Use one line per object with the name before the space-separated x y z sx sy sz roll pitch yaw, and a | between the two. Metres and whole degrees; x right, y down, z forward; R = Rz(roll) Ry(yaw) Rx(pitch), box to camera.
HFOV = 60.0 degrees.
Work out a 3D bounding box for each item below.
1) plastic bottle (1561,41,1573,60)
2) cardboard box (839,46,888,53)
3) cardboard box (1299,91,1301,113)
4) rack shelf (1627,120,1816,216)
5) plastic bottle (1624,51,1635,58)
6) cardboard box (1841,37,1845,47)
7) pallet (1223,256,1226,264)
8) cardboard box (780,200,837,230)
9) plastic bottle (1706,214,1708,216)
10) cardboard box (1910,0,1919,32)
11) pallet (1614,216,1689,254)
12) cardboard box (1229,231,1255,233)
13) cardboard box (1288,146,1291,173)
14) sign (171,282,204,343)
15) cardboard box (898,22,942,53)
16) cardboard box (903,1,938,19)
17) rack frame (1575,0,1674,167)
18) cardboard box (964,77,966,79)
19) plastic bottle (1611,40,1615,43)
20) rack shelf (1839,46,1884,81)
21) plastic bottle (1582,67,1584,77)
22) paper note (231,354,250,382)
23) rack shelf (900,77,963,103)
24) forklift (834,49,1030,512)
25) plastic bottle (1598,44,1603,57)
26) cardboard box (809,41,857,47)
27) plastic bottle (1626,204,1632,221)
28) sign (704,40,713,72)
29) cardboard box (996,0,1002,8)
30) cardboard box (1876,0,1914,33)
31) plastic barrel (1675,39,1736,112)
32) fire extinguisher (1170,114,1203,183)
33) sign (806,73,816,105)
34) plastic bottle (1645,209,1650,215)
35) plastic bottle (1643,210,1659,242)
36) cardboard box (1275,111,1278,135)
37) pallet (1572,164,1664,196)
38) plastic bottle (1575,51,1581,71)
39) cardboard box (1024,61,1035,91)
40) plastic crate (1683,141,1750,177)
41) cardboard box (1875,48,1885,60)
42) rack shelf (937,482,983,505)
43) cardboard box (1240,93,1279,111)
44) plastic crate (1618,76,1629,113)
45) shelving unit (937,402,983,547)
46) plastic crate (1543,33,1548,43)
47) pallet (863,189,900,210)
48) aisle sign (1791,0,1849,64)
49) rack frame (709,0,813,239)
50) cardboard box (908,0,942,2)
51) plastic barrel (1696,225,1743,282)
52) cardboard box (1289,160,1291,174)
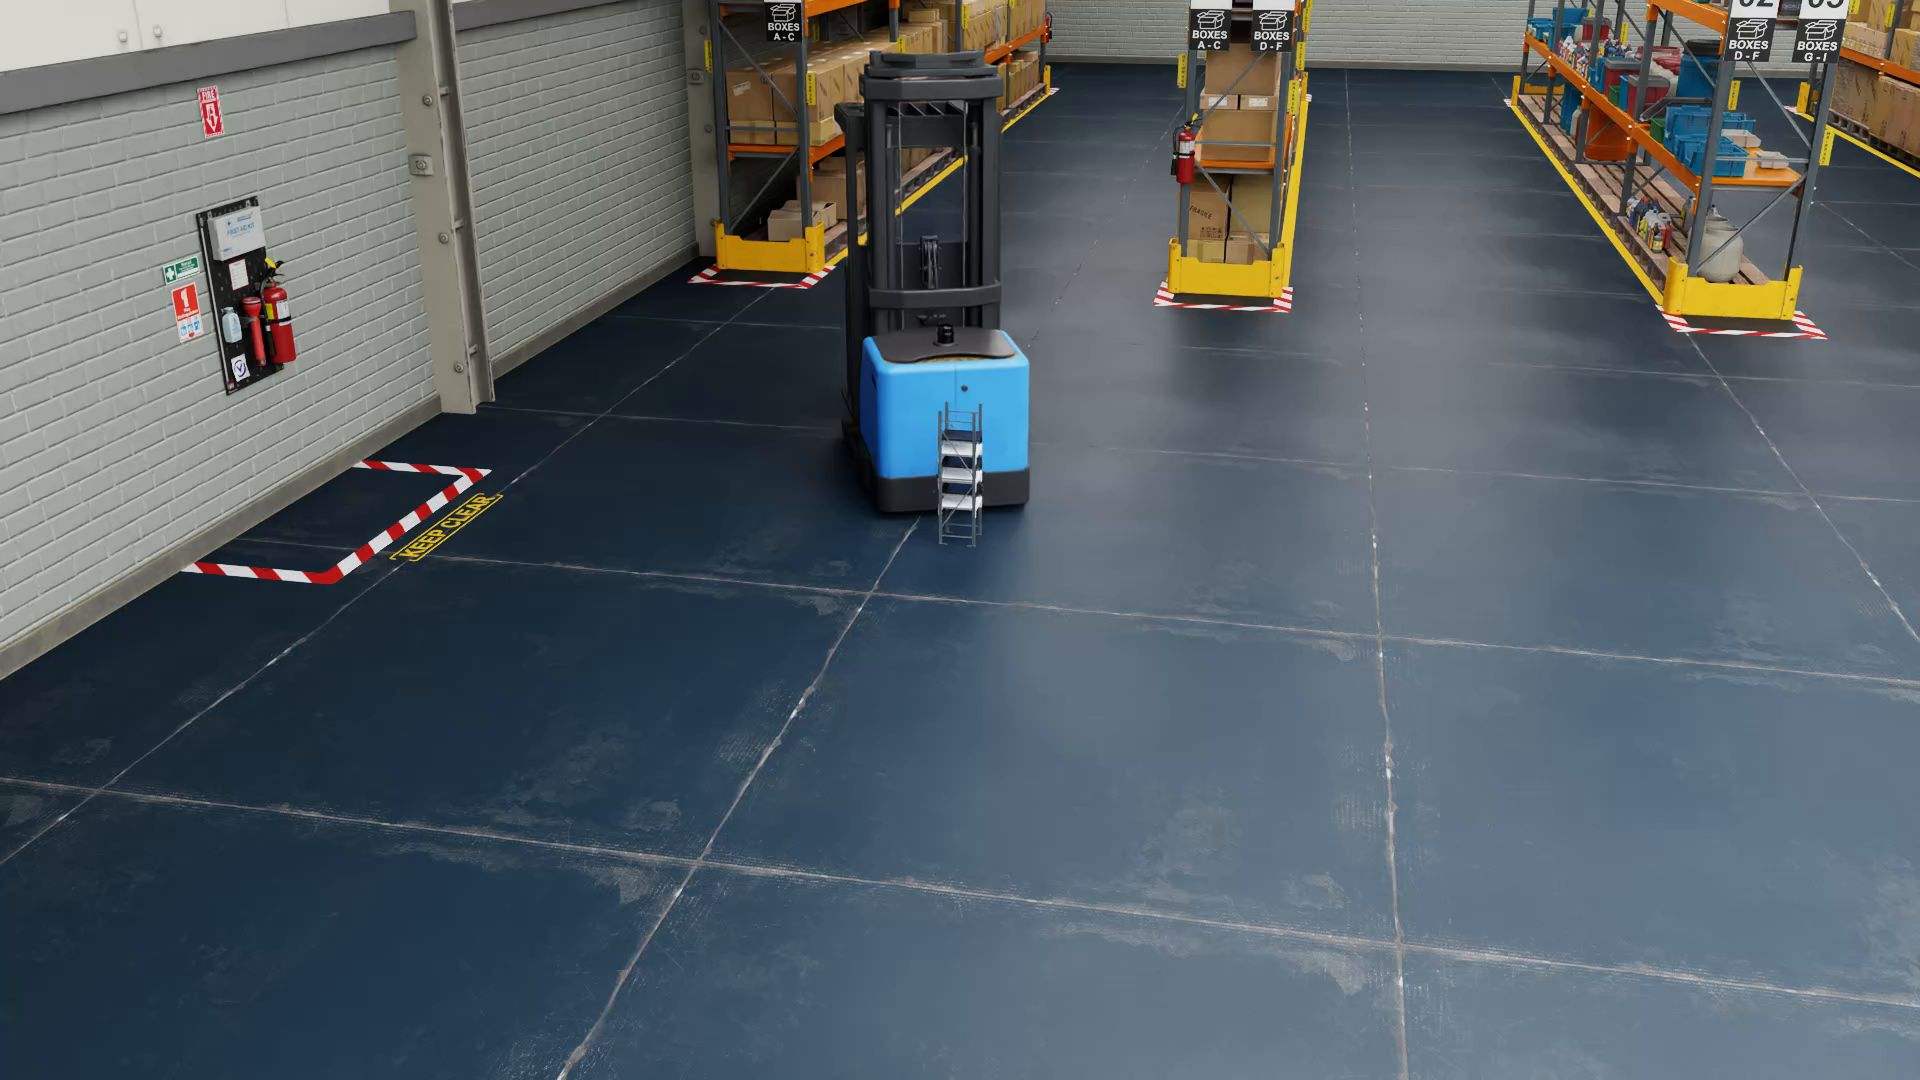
plastic bottle | 9.509 -7.662 26.029 0.152 0.276 0.135 4 22 11
cardboard box | -1.170 -5.731 20.239 0.500 0.500 0.500 4 22 11
cardboard box | 5.274 -7.035 27.062 0.500 0.500 0.500 5 22 11
rack shelf | 8.011 -4.003 17.740 1.077 0.370 4.000 4 22 11
plastic bottle | 9.923 -7.114 24.668 0.152 0.276 0.135 4 22 11
cardboard box | 15.061 -8.387 28.000 0.380 0.149 0.250 4 22 10
pallet | 2.869 -2.973 17.953 1.003 0.211 1.213 4 22 11
cardboard box | -1.750 -3.772 19.213 0.500 0.311 0.500 6 23 15
plastic bottle | 8.323 -3.515 18.613 0.061 0.283 0.133 4 22 11
cardboard box | 14.778 -7.893 24.961 0.797 0.503 0.637 4 22 10
pallet | 8.241 -3.532 19.340 1.003 0.211 1.213 4 22 11
cardboard box | 3.180 -3.265 18.065 0.500 0.250 0.500 4 22 11
cardboard box | 4.006 -4.941 21.475 0.500 0.311 0.500 4 22 10
sign | -4.780 -1.409 10.289 0.001 0.329 0.234 4 22 11
cardboard box | -0.637 -7.157 23.887 0.700 0.500 0.500 2 22 6
cardboard box | -0.625 -8.013 25.172 0.500 0.250 0.500 5 22 12
rack frame | 9.235 -6.531 23.054 1.000 3.000 0.127 4 22 11
cardboard box | 0.000 -7.062 26.689 0.750 0.750 0.750 4 22 11
plastic bottle | 10.287 -7.767 26.290 0.152 0.276 0.135 4 22 11
rack shelf | 15.308 -8.014 27.699 1.077 0.370 4.000 4 22 11
plastic bottle | 8.988 -6.744 23.850 0.097 0.201 0.097 0 22 0
paper note | -4.670 -1.119 10.795 0.016 0.148 0.142 4 22 11
rack shelf | -0.872 -6.221 23.247 1.077 0.370 4.000 4 22 11
forklift | -0.296 -2.063 12.052 1.130 2.935 3.031 -4 22 -10
plastic bottle | 10.161 -7.735 26.311 0.097 0.201 0.097 0 22 0
cardboard box | -1.580 -5.955 20.794 0.500 0.500 0.500 4 22 10
plastic bottle | 7.904 -3.854 19.563 0.097 0.201 0.097 0 22 0
sign | -2.635 -5.093 17.512 0.100 0.325 0.005 4 22 11
cardboard box | 0.394 -8.914 27.408 0.500 0.250 0.500 5 22 12
cardboard box | 14.732 -8.221 26.049 0.500 0.500 0.500 5 22 12
plastic barrel | 8.794 -5.418 19.621 0.600 0.901 0.708 4 22 11
fire extinguisher | 2.275 -3.940 16.725 0.296 0.674 0.183 4 22 11
sign | -1.565 -4.720 17.400 0.100 0.325 0.005 4 22 11
plastic bottle | 7.816 -3.617 18.882 0.097 0.271 0.097 0 22 0
plastic bottle | 7.685 -3.487 18.453 0.144 0.351 0.185 5 23 13
cardboard box | 3.175 -4.766 18.539 0.700 0.500 0.500 5 23 13
pallet | 9.039 -4.957 22.879 1.003 0.211 1.213 4 22 11
plastic bottle | 9.133 -7.075 24.562 0.061 0.283 0.133 4 22 11
cardboard box | 1.022 -8.800 31.473 0.700 0.500 0.500 4 22 11
plastic crate | 7.412 -3.742 16.328 0.499 0.251 0.616 4 22 11
cardboard box | 14.641 -7.636 26.134 0.380 0.149 0.250 5 22 11
rack shelf | 0.002 -0.306 10.739 0.258 0.077 0.200 4 22 11
cardboard box | 3.045 -4.458 16.906 0.380 0.149 0.250 4 22 11
plastic crate | 8.339 -5.487 20.485 0.392 0.384 0.575 4 22 11
shelving unit | 0.002 -0.420 10.693 0.258 0.900 0.210 4 22 11
plastic crate | 10.112 -8.559 28.362 0.293 0.136 0.466 4 22 11
pallet | -1.382 -4.281 21.201 1.003 0.211 1.213 4 22 11
aisle sign | 7.875 -4.762 15.183 0.394 0.787 0.004 4 22 11
rack frame | -2.096 -4.360 17.664 1.000 3.000 0.127 4 22 11
cardboard box | -0.516 -8.202 25.641 0.500 0.250 0.500 4 22 9
plastic barrel | 7.662 -2.892 16.788 0.421 0.512 0.421 0 22 0
cardboard box | 4.209 -5.057 22.514 0.500 0.250 0.500 5 22 12
